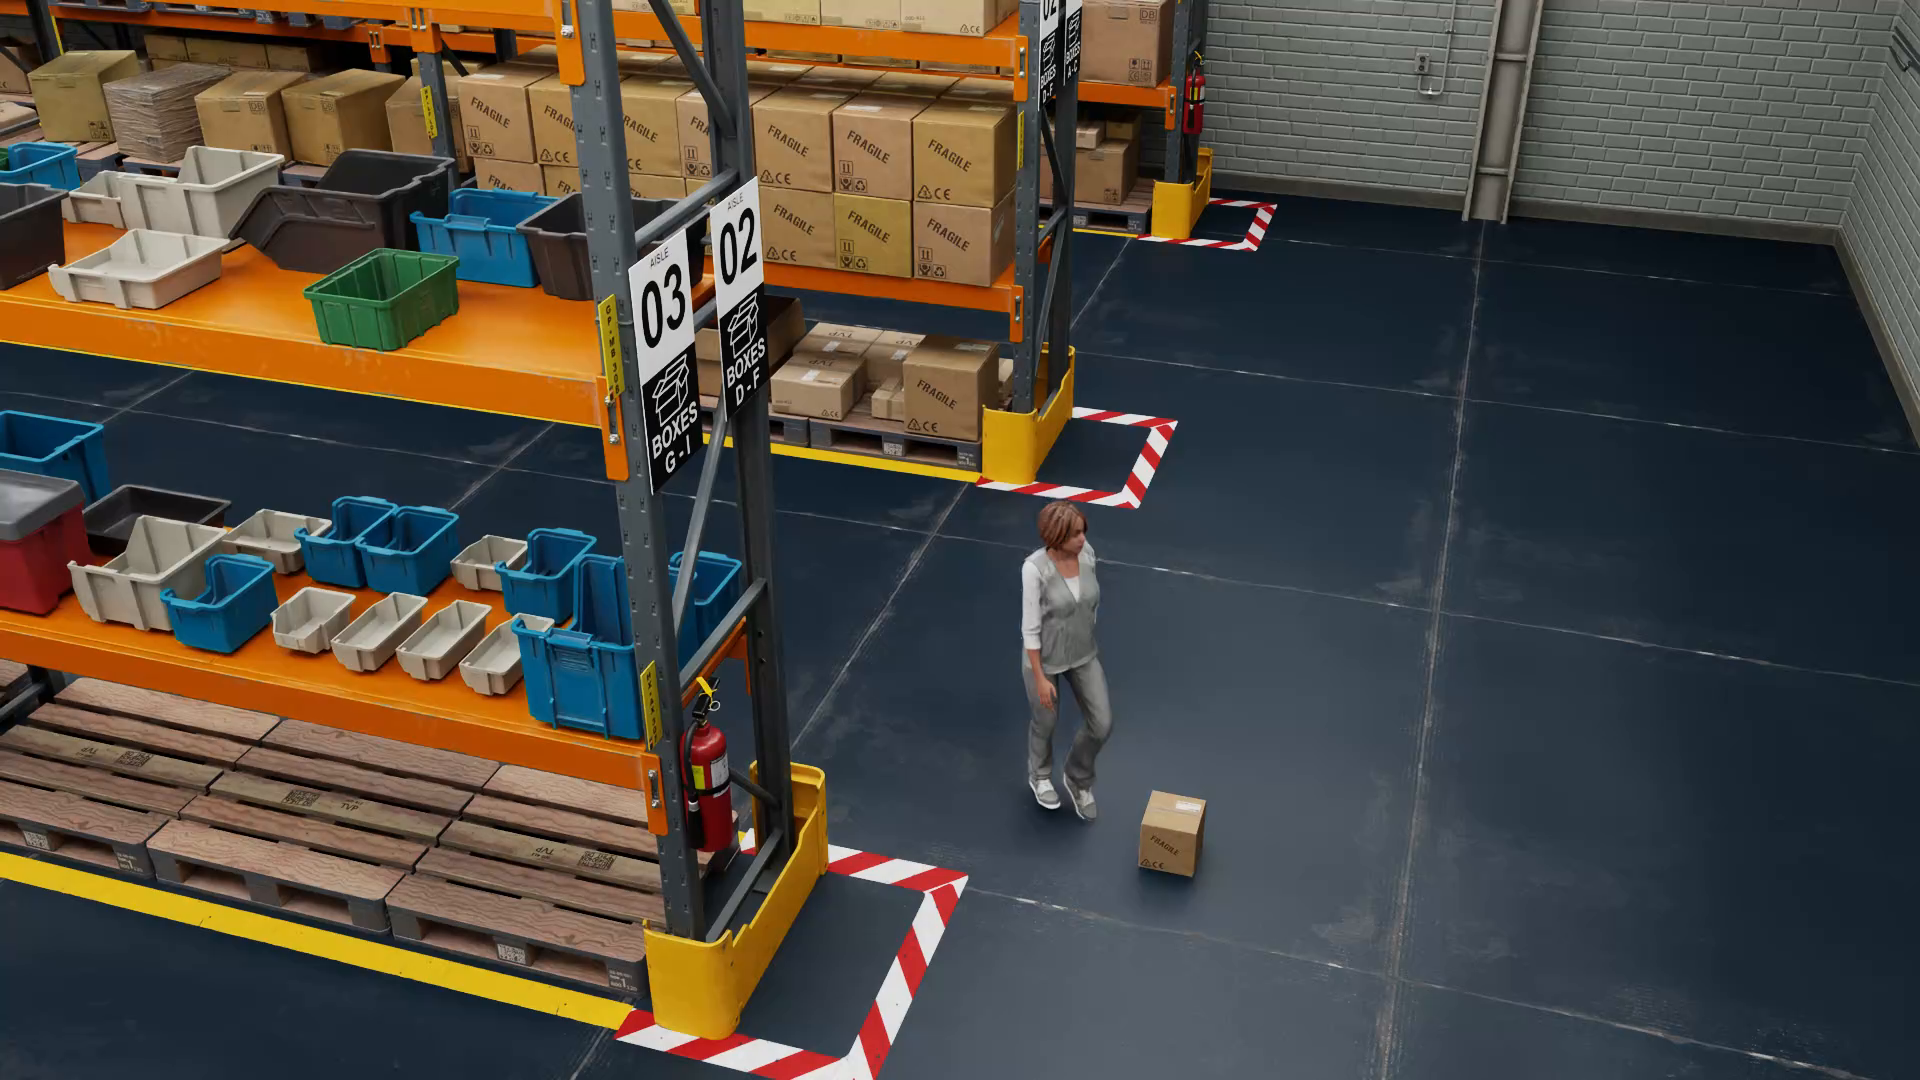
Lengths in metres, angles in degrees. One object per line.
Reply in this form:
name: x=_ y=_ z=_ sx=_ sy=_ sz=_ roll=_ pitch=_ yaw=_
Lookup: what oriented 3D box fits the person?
person: x=0.464 y=0.574 z=7.502 sx=0.432 sy=1.641 sz=0.451 roll=-11 pitch=31 yaw=-19
